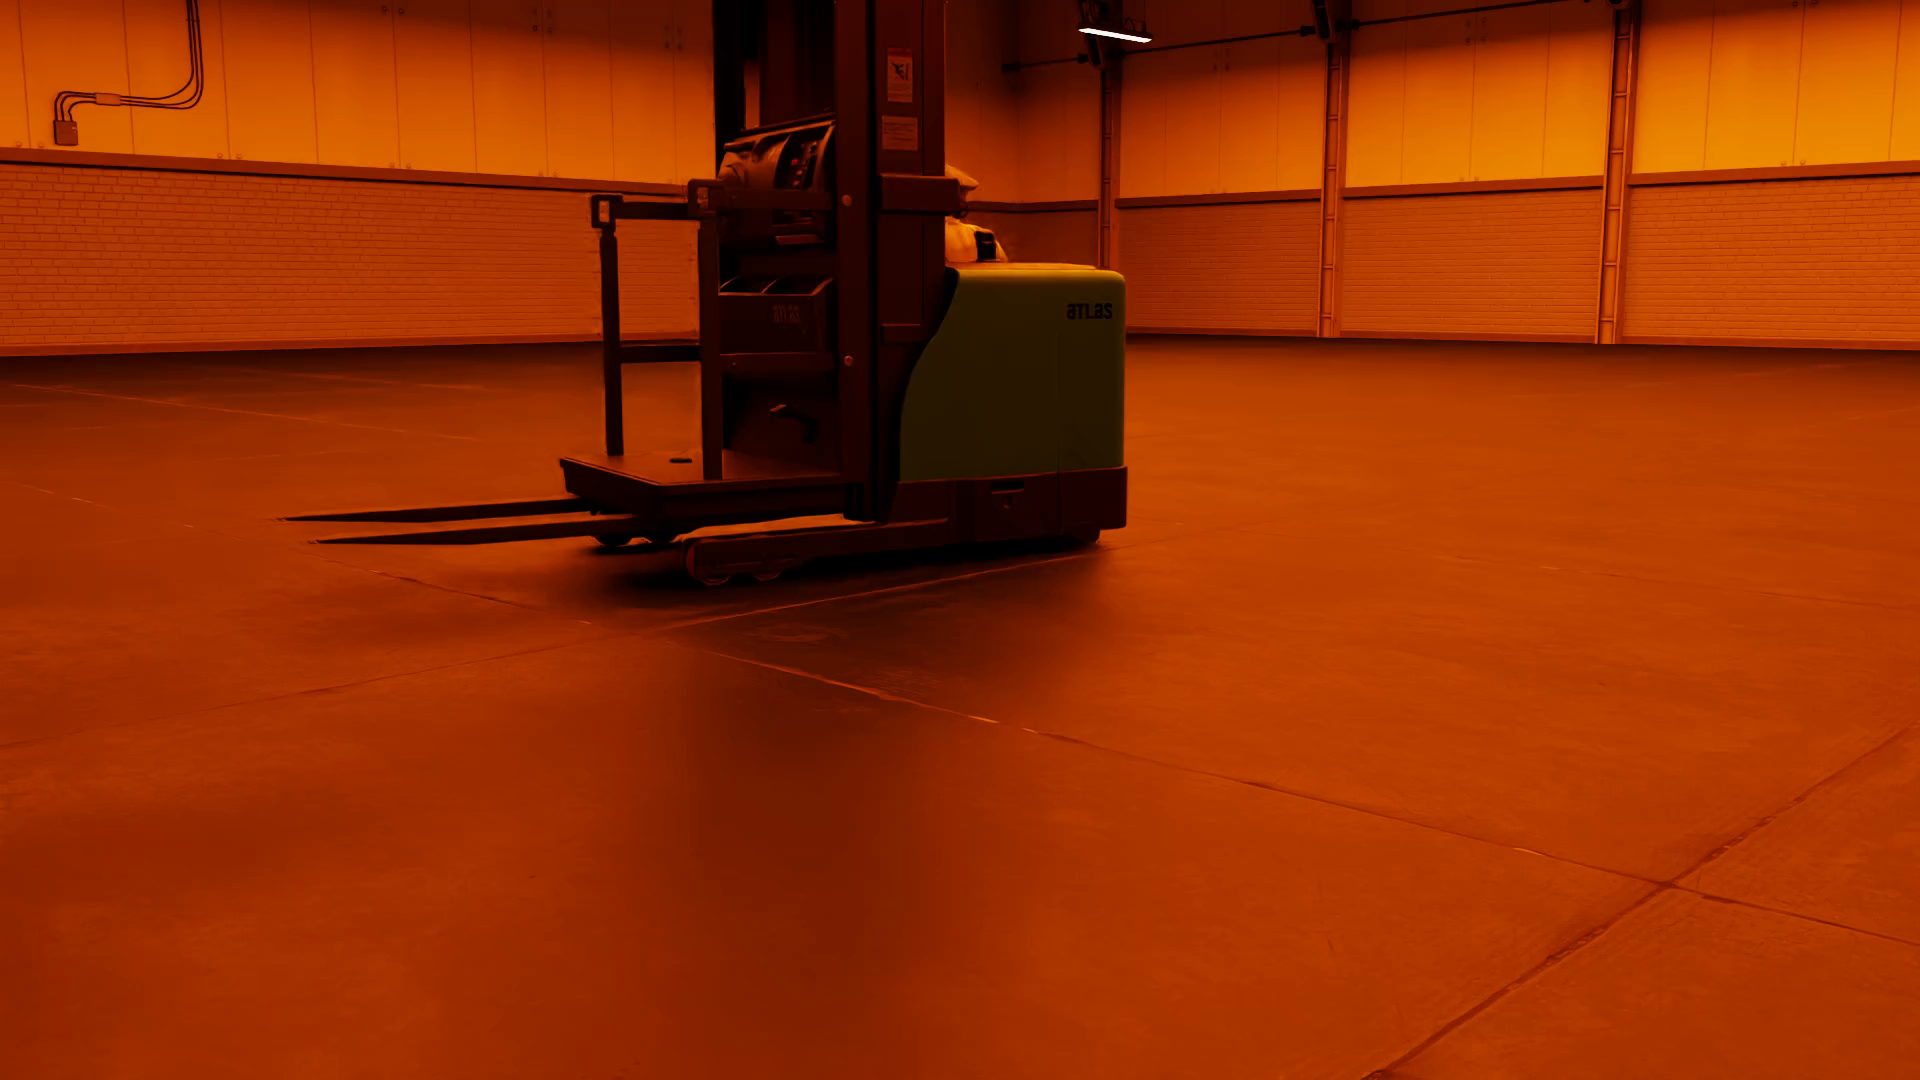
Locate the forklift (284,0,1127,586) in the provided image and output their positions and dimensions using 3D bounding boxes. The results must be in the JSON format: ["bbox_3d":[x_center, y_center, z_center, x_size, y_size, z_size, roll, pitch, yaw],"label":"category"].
[{"bbox_3d":[-0.868,-1.382,6.050,3.031,2.935,1.130,-5,10,-30],"label":"forklift"}]

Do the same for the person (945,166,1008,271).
[{"bbox_3d":[-0.270,-0.824,6.868,0.814,1.451,0.918,5,10,28],"label":"person"}]
